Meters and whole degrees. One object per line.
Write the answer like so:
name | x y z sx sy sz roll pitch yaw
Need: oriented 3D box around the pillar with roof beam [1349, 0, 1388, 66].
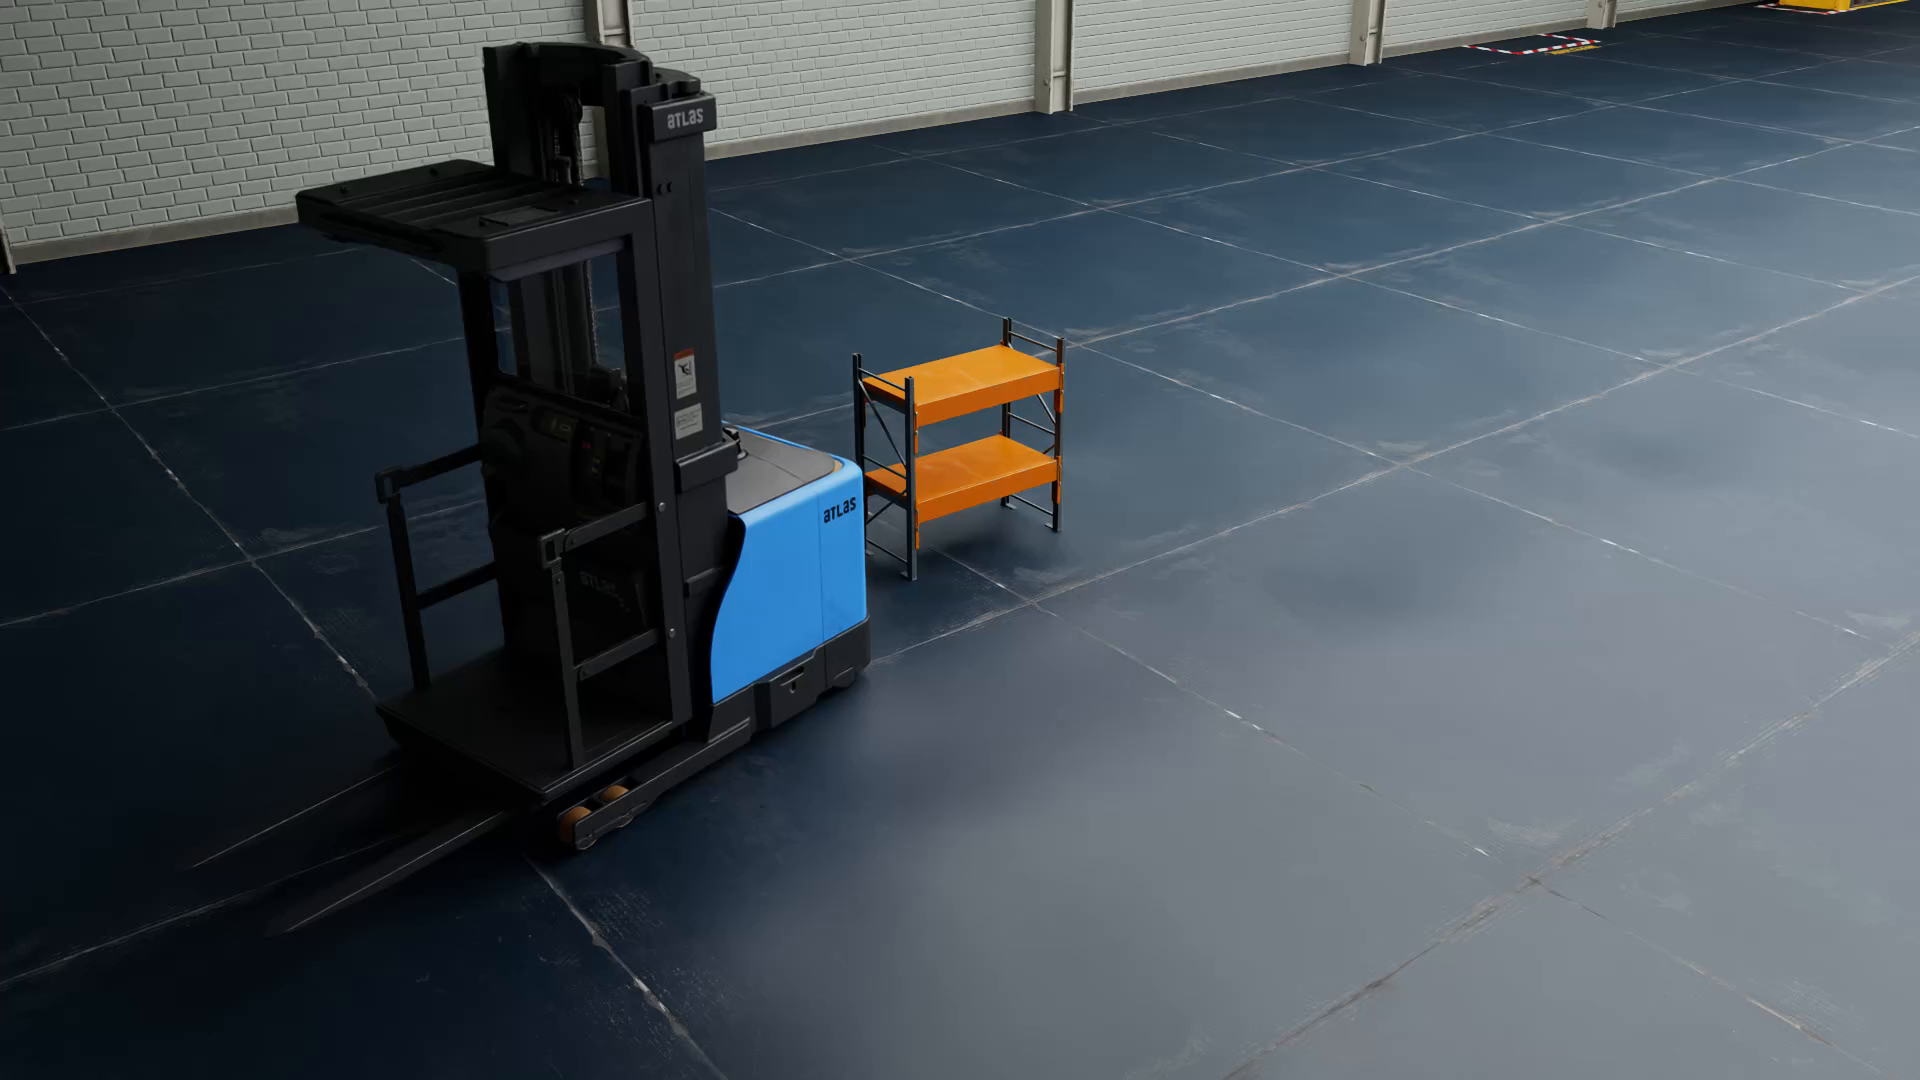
pillar with roof beam | 8.547 -9.603 19.252 0.400 9.000 9.100 -18 31 -34

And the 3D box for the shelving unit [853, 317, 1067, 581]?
shelving unit | 0.005 -0.512 9.017 1.048 1.125 0.538 -18 31 -34

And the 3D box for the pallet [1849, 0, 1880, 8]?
pallet | 16.037 -9.911 30.354 1.213 0.211 1.003 -18 31 -34

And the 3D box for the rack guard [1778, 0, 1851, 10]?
rack guard | 15.376 -9.843 29.864 0.348 0.500 1.175 -18 31 -34

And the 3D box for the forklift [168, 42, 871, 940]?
forklift | -1.724 -0.336 6.493 1.130 2.935 3.031 18 31 34

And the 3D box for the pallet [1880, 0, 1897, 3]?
pallet | 16.996 -10.226 31.033 1.213 0.211 1.003 -18 31 -34

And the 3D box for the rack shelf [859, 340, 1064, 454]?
rack shelf | 0.005 -0.777 8.894 1.000 0.278 0.538 -18 31 -34

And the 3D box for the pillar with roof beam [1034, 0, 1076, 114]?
pillar with roof beam | 3.825 -8.044 15.894 0.400 9.000 9.100 -18 31 -34

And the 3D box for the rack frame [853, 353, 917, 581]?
rack frame | -0.395 -0.380 8.732 0.032 1.125 0.500 -18 31 -34

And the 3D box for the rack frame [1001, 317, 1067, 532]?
rack frame | 0.405 -0.644 9.302 0.032 1.125 0.500 -18 31 -34

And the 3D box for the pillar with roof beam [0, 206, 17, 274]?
pillar with roof beam | -5.618 -4.927 9.177 0.400 9.000 9.100 -18 31 -34

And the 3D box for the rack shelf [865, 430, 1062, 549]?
rack shelf | 0.005 -0.290 9.120 1.000 0.278 0.538 -18 31 -34

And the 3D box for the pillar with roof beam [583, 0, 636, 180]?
pillar with roof beam | -0.896 -6.486 12.535 0.400 9.000 9.100 -18 31 -34

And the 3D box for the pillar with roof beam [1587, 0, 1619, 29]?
pillar with roof beam | 13.268 -11.162 22.610 0.400 9.000 9.100 -18 31 -34
